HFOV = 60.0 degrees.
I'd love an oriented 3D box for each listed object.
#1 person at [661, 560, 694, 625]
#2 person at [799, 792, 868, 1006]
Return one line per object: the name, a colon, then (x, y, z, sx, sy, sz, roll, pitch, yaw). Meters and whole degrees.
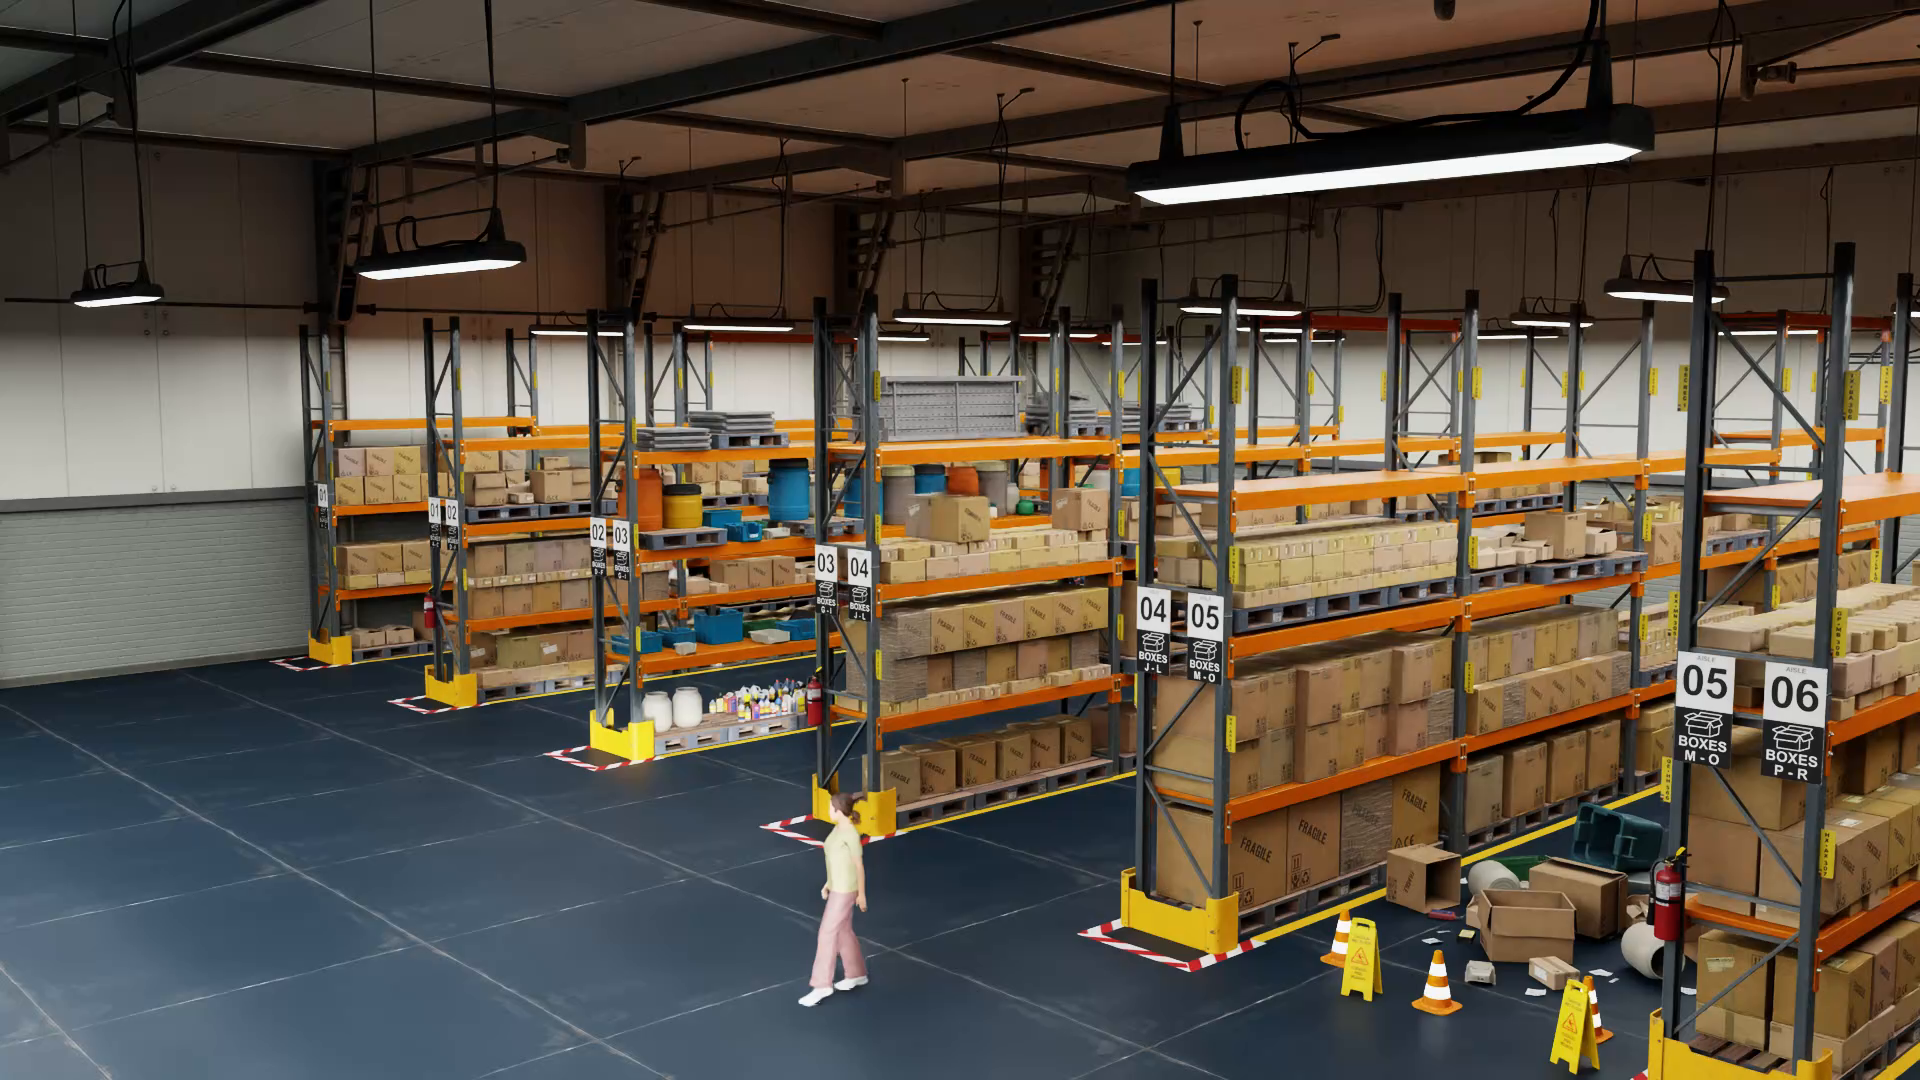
person: (-5.543, 1.072, 32.444, 0.578, 1.600, 1.064, 4, 7, 38)
person: (-1.071, 2.941, 13.835, 0.650, 1.673, 0.559, -2, 6, -15)
